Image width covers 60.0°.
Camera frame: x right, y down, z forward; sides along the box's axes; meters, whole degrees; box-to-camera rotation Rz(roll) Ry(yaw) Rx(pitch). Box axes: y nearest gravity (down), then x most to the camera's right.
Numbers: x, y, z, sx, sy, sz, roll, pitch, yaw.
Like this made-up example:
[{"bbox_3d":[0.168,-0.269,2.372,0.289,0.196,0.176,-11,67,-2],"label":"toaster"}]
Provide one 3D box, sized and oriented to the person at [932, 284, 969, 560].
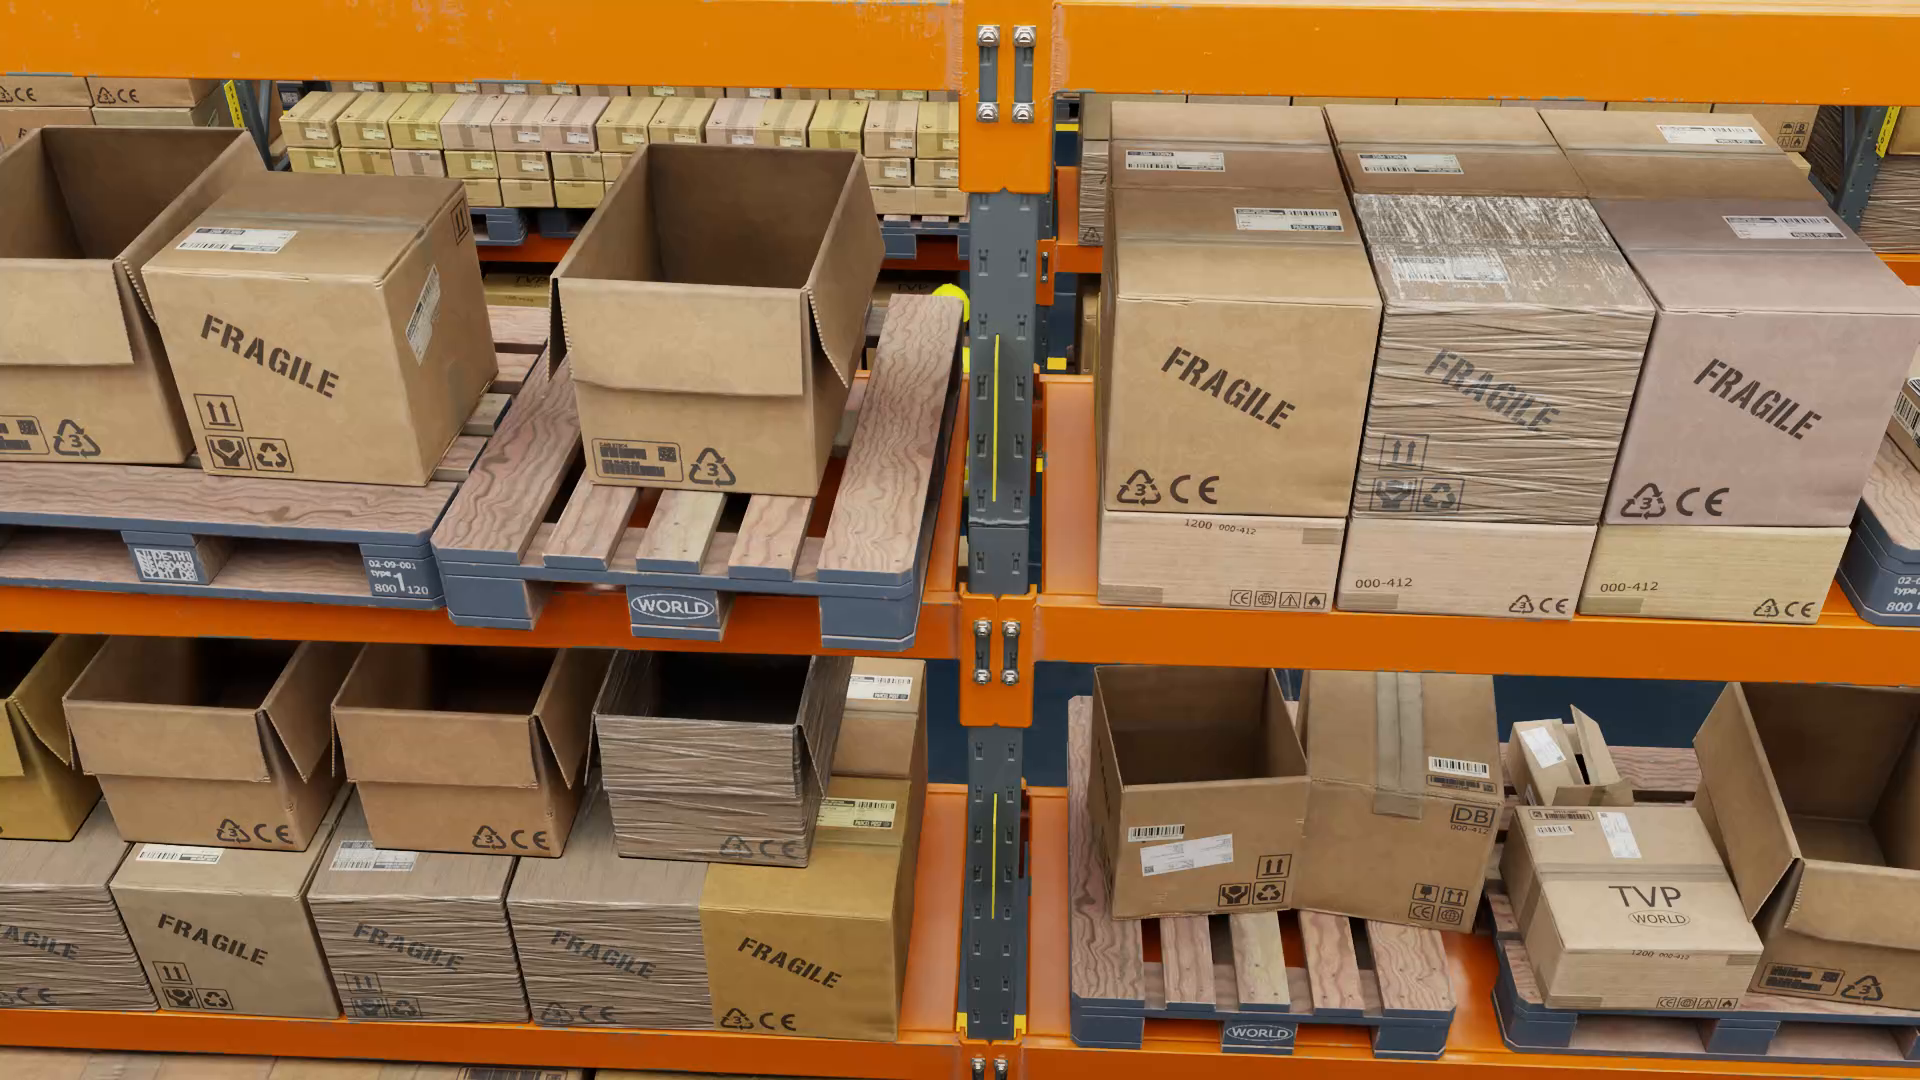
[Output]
[{"bbox_3d":[-0.031,-0.329,7.563,0.627,1.761,0.456,2,36,2],"label":"person"}]
